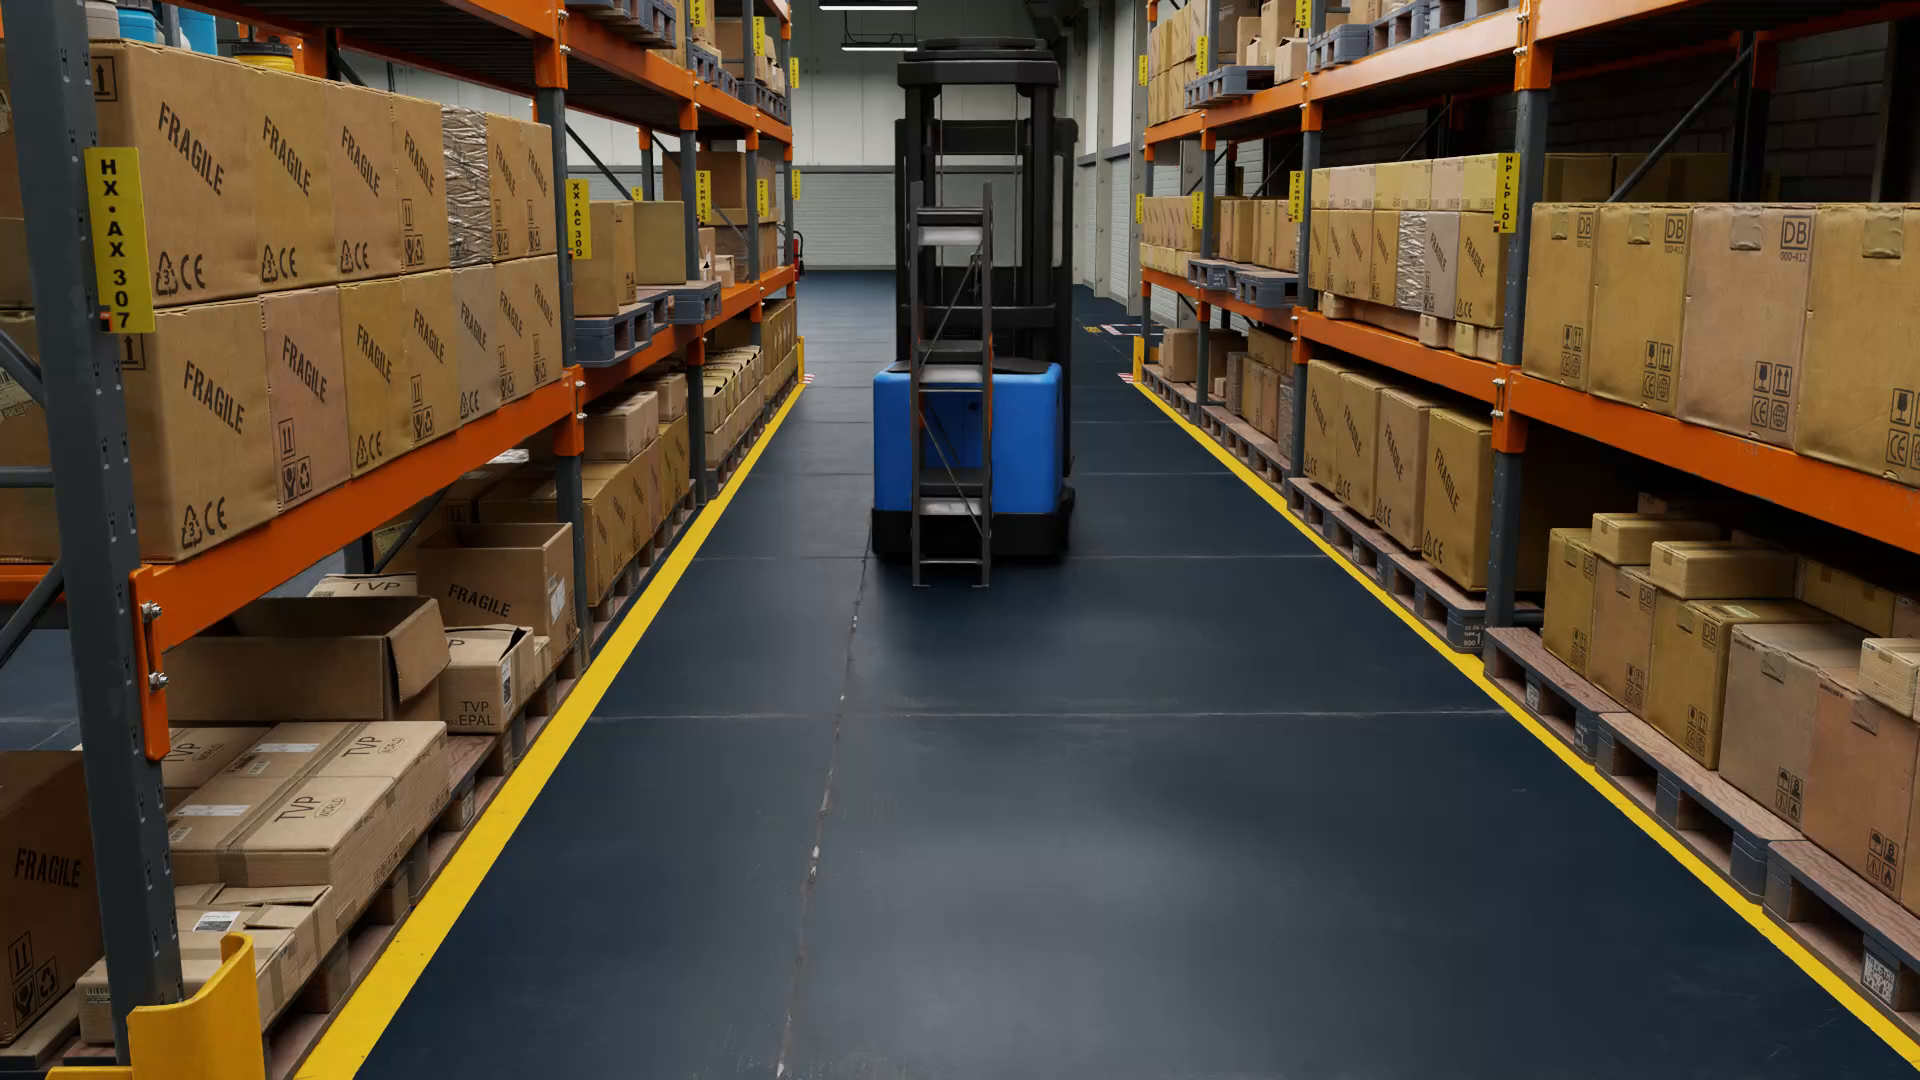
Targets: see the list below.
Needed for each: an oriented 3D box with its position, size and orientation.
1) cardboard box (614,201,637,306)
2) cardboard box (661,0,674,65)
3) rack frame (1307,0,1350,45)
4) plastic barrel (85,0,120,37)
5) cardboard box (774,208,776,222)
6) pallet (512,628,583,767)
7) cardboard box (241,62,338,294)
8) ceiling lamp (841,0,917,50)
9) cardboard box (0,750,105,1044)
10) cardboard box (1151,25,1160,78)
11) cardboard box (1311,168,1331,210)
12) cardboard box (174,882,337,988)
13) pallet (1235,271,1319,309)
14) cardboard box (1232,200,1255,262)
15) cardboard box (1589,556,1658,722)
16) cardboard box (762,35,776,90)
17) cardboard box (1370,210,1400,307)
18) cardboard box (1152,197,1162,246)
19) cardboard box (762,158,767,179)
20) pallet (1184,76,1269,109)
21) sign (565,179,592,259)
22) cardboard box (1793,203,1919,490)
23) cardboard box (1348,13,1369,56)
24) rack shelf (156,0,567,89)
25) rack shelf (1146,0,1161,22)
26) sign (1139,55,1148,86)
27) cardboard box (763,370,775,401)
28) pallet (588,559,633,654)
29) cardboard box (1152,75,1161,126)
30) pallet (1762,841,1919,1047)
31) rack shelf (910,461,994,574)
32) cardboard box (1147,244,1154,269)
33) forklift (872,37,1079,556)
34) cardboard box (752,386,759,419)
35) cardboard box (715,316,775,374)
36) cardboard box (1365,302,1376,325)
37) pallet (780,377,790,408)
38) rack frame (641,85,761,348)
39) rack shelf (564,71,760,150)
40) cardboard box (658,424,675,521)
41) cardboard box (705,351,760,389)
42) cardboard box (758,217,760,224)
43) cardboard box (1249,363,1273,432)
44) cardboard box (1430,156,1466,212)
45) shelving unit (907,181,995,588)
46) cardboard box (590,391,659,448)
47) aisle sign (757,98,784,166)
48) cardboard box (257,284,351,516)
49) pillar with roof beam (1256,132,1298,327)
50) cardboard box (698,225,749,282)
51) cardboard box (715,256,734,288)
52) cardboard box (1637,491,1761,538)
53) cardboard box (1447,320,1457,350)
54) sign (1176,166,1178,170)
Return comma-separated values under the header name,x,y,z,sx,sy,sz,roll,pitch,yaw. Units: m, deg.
name,x,y,z,sx,sy,sz,roll,pitch,yaw
cardboard box,-1.991,-1.388,8.049,0.700,0.500,0.500,2,12,8
cardboard box,-2.156,-3.028,9.644,0.910,0.500,0.500,0,11,-1
rack frame,2.743,-4.658,10.386,1.000,3.000,0.127,0,11,-1
plastic barrel,-7.004,-3.958,13.218,0.600,0.901,0.600,0,11,0
cardboard box,-2.164,-3.476,17.765,0.380,0.149,0.250,0,11,-2
pallet,-2.114,0.602,6.564,1.003,0.211,1.213,0,11,-1
cardboard box,-1.808,-0.839,3.883,0.500,0.500,0.500,0,11,-1
ceiling lamp,-2.043,-14.148,42.484,2.000,3.185,0.800,0,11,-1
cardboard box,-2.302,0.796,3.773,0.500,0.500,0.500,0,11,-1
cardboard box,2.303,-5.150,17.537,0.500,0.500,0.500,0,11,-2
cardboard box,2.495,-2.193,10.388,0.500,0.250,0.500,0,11,0
cardboard box,-1.715,0.932,3.940,0.380,0.166,0.250,0,11,-1
pallet,2.622,-1.765,11.698,1.213,0.211,1.003,0,11,-1
cardboard box,2.641,-2.565,13.801,0.700,0.500,0.500,1,12,5
cardboard box,2.746,0.345,6.043,0.700,0.500,0.500,0,11,-2
cardboard box,-2.200,-4.615,16.050,0.797,0.503,0.637,1,12,5
cardboard box,2.526,-1.519,8.950,0.500,0.500,0.500,0,11,0
cardboard box,2.292,-3.315,17.295,0.500,0.500,0.500,-1,11,-3
cardboard box,-2.350,-3.664,17.060,0.700,0.500,0.500,0,11,-1
pallet,2.566,-3.768,14.015,1.213,0.211,1.003,0,11,-1
sign,-1.585,-1.330,6.892,0.100,0.325,0.005,0,11,-1
cardboard box,2.861,-0.521,4.326,0.980,0.700,0.700,0,11,-2
cardboard box,2.958,-3.391,11.383,0.500,0.500,0.500,0,11,-1
rack shelf,-2.086,-1.622,4.773,1.077,0.370,4.000,0,11,-1
rack shelf,2.619,-5.497,16.337,1.077,0.370,4.000,0,11,-1
sign,2.035,-5.204,18.425,0.100,0.325,0.005,0,11,-1
cardboard box,-1.999,-1.444,15.490,0.500,0.250,0.500,0,11,-1
pallet,-2.182,0.303,8.033,1.003,0.211,1.213,0,11,-1
cardboard box,2.310,-4.663,17.651,0.500,0.500,0.500,1,11,3
pallet,2.813,1.080,4.203,1.003,0.211,1.213,0,11,-1
rack shelf,-0.038,-0.131,8.974,0.431,0.518,0.480,0,13,2
cardboard box,2.295,-3.043,17.841,0.500,0.250,0.500,-1,11,-3
forklift,0.175,-1.584,10.497,1.130,2.935,3.031,1,12,6
cardboard box,-1.985,-1.168,14.133,0.500,0.250,0.500,0,11,-2
cardboard box,-1.989,-1.811,15.416,0.500,0.500,0.500,0,11,-1
cardboard box,2.578,-1.334,9.671,0.380,0.149,0.250,0,11,0
pallet,-2.295,-1.527,17.054,1.003,0.211,1.213,0,11,-1
rack frame,-2.292,-2.492,14.798,1.000,3.000,0.127,0,11,-1
rack shelf,-2.251,-3.212,12.612,1.077,0.370,4.000,0,11,-1
cardboard box,-1.945,-0.400,9.665,0.500,0.500,0.500,-1,11,-3
cardboard box,-1.980,-1.442,14.073,0.500,0.311,0.500,0,11,0
cardboard box,-2.127,-3.116,15.992,0.380,0.149,0.250,-1,11,-3
cardboard box,2.723,-1.153,13.380,0.700,0.500,0.500,0,11,-1
cardboard box,2.559,-1.688,7.901,0.500,0.250,0.500,0,11,0
shelving unit,-0.039,-0.826,8.813,0.431,2.100,0.503,0,13,2
cardboard box,-1.925,-0.655,9.040,0.500,0.250,0.500,0,11,-2
aisle sign,-2.083,-4.575,18.529,0.394,0.787,0.004,0,11,-1
cardboard box,-1.806,-0.347,3.976,0.500,0.500,0.500,0,11,-2
pillar with roof beam,-0.847,-6.095,17.469,9.100,9.000,0.400,0,11,-1
cardboard box,-2.308,-2.629,15.223,0.700,0.500,0.500,-1,11,-3
cardboard box,-2.091,-2.252,13.954,0.396,0.266,0.258,-1,11,-3
cardboard box,2.934,-0.102,6.617,0.380,0.149,0.250,0,11,-1
cardboard box,2.546,-0.977,7.913,0.380,0.149,0.250,0,11,1
sign,3.419,-5.995,26.233,0.001,0.298,0.199,0,11,-1
